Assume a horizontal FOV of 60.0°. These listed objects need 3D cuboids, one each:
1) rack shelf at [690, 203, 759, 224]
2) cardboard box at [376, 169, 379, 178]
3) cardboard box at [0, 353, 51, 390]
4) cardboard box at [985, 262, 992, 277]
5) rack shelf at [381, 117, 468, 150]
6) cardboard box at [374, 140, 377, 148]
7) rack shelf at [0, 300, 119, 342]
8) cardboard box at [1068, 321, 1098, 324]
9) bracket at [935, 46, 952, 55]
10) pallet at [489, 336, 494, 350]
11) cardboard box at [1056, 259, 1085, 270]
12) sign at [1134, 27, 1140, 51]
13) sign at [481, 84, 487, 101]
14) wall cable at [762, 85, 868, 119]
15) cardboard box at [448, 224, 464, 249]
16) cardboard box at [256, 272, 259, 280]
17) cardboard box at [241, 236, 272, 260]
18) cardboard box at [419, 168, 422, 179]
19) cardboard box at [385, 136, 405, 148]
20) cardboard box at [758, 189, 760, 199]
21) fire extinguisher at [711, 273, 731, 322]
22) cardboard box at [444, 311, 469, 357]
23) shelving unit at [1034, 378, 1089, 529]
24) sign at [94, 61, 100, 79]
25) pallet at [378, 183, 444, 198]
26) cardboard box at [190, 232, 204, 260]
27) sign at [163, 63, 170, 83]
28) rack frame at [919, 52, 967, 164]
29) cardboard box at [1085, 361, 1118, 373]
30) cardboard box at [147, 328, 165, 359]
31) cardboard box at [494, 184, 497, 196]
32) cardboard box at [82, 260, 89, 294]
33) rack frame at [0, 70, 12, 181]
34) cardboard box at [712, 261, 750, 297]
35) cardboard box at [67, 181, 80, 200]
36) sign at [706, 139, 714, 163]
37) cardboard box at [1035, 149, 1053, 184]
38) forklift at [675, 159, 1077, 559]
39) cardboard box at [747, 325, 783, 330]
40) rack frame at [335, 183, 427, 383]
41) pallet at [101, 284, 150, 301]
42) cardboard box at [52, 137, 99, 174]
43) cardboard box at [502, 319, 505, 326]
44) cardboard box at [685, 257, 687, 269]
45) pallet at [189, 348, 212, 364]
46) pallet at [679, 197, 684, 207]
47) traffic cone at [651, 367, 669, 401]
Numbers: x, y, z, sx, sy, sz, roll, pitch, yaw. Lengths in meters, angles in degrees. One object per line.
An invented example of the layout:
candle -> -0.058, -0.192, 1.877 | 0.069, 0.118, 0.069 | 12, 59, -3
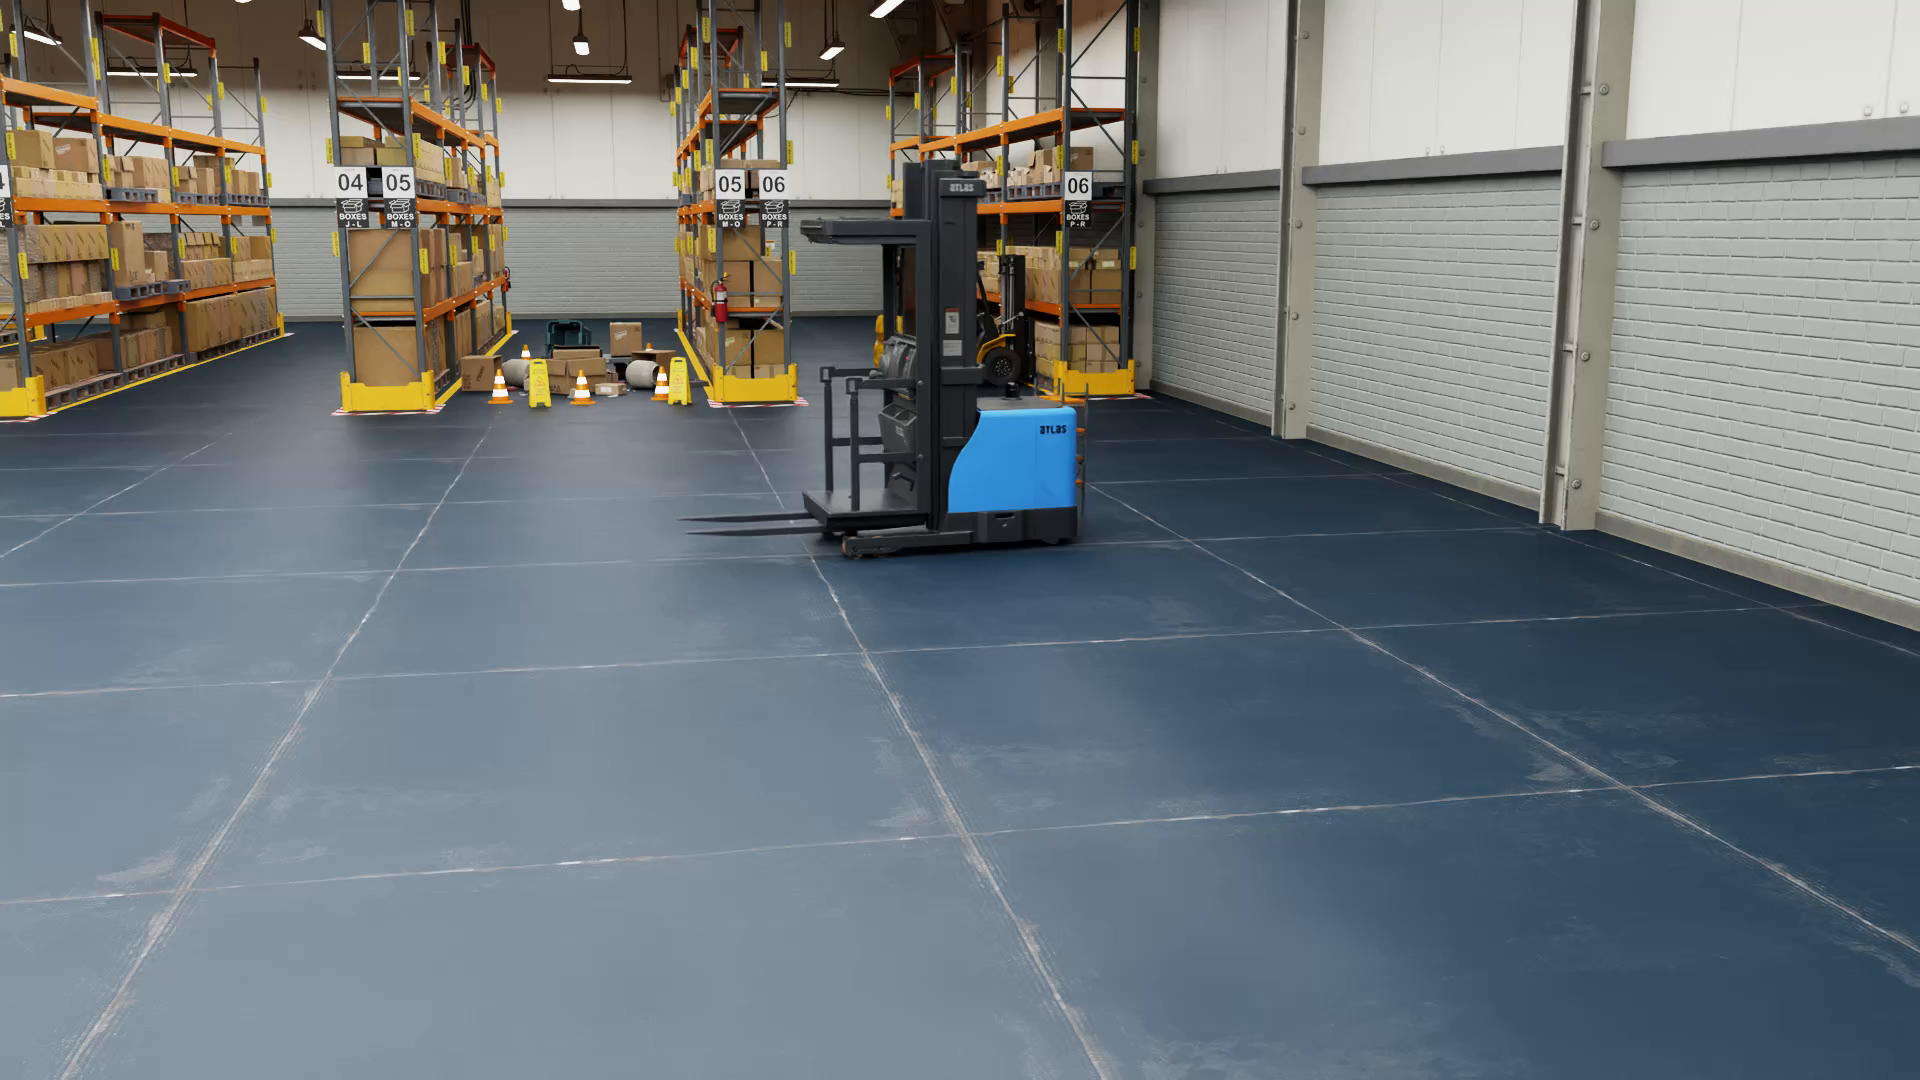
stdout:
rack shelf -> -4.063, -5.673, 28.881 | 1.077, 0.370, 4.000 | -2, 11, -11
cardboard box -> -8.327, -5.095, 23.201 | 0.380, 0.149, 0.250 | -2, 11, -12
cardboard box -> -12.871, -2.294, 22.788 | 0.500, 0.500, 0.500 | 1, 11, 4
cardboard box -> 0.741, -4.714, 29.005 | 0.500, 0.250, 0.500 | -2, 11, -12
rack shelf -> -8.898, -6.752, 27.595 | 1.077, 0.370, 4.000 | -2, 11, -11
cardboard box -> -8.326, -5.487, 23.127 | 0.380, 0.149, 0.250 | -2, 11, -11
rack shelf -> -13.005, -3.105, 23.414 | 1.077, 0.370, 4.000 | -2, 11, -11
cardboard box -> 1.877, -3.259, 25.853 | 0.500, 0.250, 0.500 | -2, 11, -11
bracket -> -0.543, -11.246, 38.588 | 0.076, 0.066, 4.783 | -2, 11, -11
pallet -> -9.912, -3.942, 33.344 | 1.003, 0.211, 1.213 | -2, 11, -11
cardboard box -> 1.630, -4.055, 24.475 | 0.380, 0.149, 0.250 | -2, 11, -10
sign -> 2.518, -7.136, 23.702 | 0.100, 0.325, 0.005 | -2, 11, -11
sign -> -9.522, -8.960, 33.281 | 0.100, 0.325, 0.005 | -2, 11, -11
wall cable -> -3.912, -10.507, 44.230 | 2.988, 3.039, 0.133 | -2, 11, -11
cardboard box -> -10.422, -6.218, 34.103 | 0.500, 0.500, 0.500 | -3, 11, -13
cardboard box -> -15.039, -5.569, 35.107 | 0.380, 0.149, 0.250 | -2, 11, -10
cardboard box -> -15.376, -6.388, 36.334 | 0.500, 0.500, 0.500 | -2, 11, -10
cardboard box -> -7.534, -4.981, 22.601 | 0.380, 0.149, 0.250 | -2, 11, -10
cardboard box -> -7.484, -5.324, 22.272 | 0.380, 0.149, 0.250 | -2, 11, -10
cardboard box -> -2.642, -4.875, 23.437 | 0.380, 0.149, 0.250 | -2, 11, -11
fire extinguisher -> -3.325, -3.377, 23.122 | 0.296, 0.674, 0.183 | -2, 11, -11
cardboard box -> -9.084, -3.547, 28.704 | 1.050, 0.750, 0.750 | -2, 11, -10
shelving unit -> 0.817, -0.716, 13.730 | 0.258, 1.200, 0.503 | -3, 11, -24
sign -> -14.716, -8.022, 28.356 | 0.100, 0.325, 0.005 | -2, 11, -11
pallet -> -8.361, -5.267, 25.061 | 1.003, 0.211, 1.213 | -2, 11, -11
cardboard box -> -14.560, -5.478, 31.006 | 0.797, 0.503, 0.637 | -2, 11, -9
sign -> -13.642, -8.026, 28.586 | 0.100, 0.325, 0.005 | -2, 11, -11
rack frame -> -0.361, -8.782, 35.267 | 1.000, 3.000, 0.127 | -2, 11, -11
cardboard box -> 2.069, -2.586, 24.993 | 0.500, 0.250, 0.500 | -2, 11, -11
cardboard box -> -13.902, -3.324, 28.147 | 0.700, 0.500, 0.500 | -3, 11, -16
cardboard box -> -10.306, -7.571, 35.992 | 0.500, 0.250, 0.500 | -2, 11, -10
cardboard box -> -13.305, -3.843, 24.303 | 0.875, 0.500, 0.500 | -2, 11, -11
rack frame -> -12.616, -6.039, 20.858 | 1.000, 3.000, 0.127 | -2, 11, -11
cardboard box -> -3.271, -3.737, 23.746 | 0.500, 0.500, 0.500 | -2, 11, -12
cardboard box -> -12.854, -4.962, 23.623 | 0.500, 0.250, 0.500 | -2, 11, -11
sign -> -3.444, -5.344, 22.863 | 0.100, 0.325, 0.005 | -2, 11, -11
cardboard box -> 1.546, -5.675, 25.312 | 0.700, 0.500, 0.500 | -2, 11, -11
forklift -> -0.660, -1.408, 12.757 | 3.031, 2.935, 1.130 | -3, 11, -15
cardboard box -> -2.892, -2.934, 24.816 | 0.500, 0.500, 0.500 | -3, 11, -13
rack frame -> -7.731, -3.254, 22.270 | 1.000, 3.000, 0.127 | -2, 11, -11
pallet -> -13.400, -3.877, 26.056 | 1.003, 0.211, 1.213 | -2, 11, -11
cardboard box -> -13.057, -5.667, 24.524 | 0.500, 0.500, 0.500 | -2, 11, -13
cardboard box -> -10.387, -4.862, 37.219 | 0.380, 0.149, 0.250 | -2, 11, -9
cardboard box -> -5.421, -5.734, 34.365 | 0.500, 0.250, 0.500 | -2, 11, -13
pallet -> -14.252, -3.337, 30.163 | 1.003, 0.211, 1.213 | -2, 11, -11
pallet -> -5.853, -7.681, 37.745 | 1.003, 0.211, 1.213 | -2, 11, -11
traffic cone -> -4.245, -2.238, 23.718 | 0.336, 0.463, 0.334 | -2, 11, -11
